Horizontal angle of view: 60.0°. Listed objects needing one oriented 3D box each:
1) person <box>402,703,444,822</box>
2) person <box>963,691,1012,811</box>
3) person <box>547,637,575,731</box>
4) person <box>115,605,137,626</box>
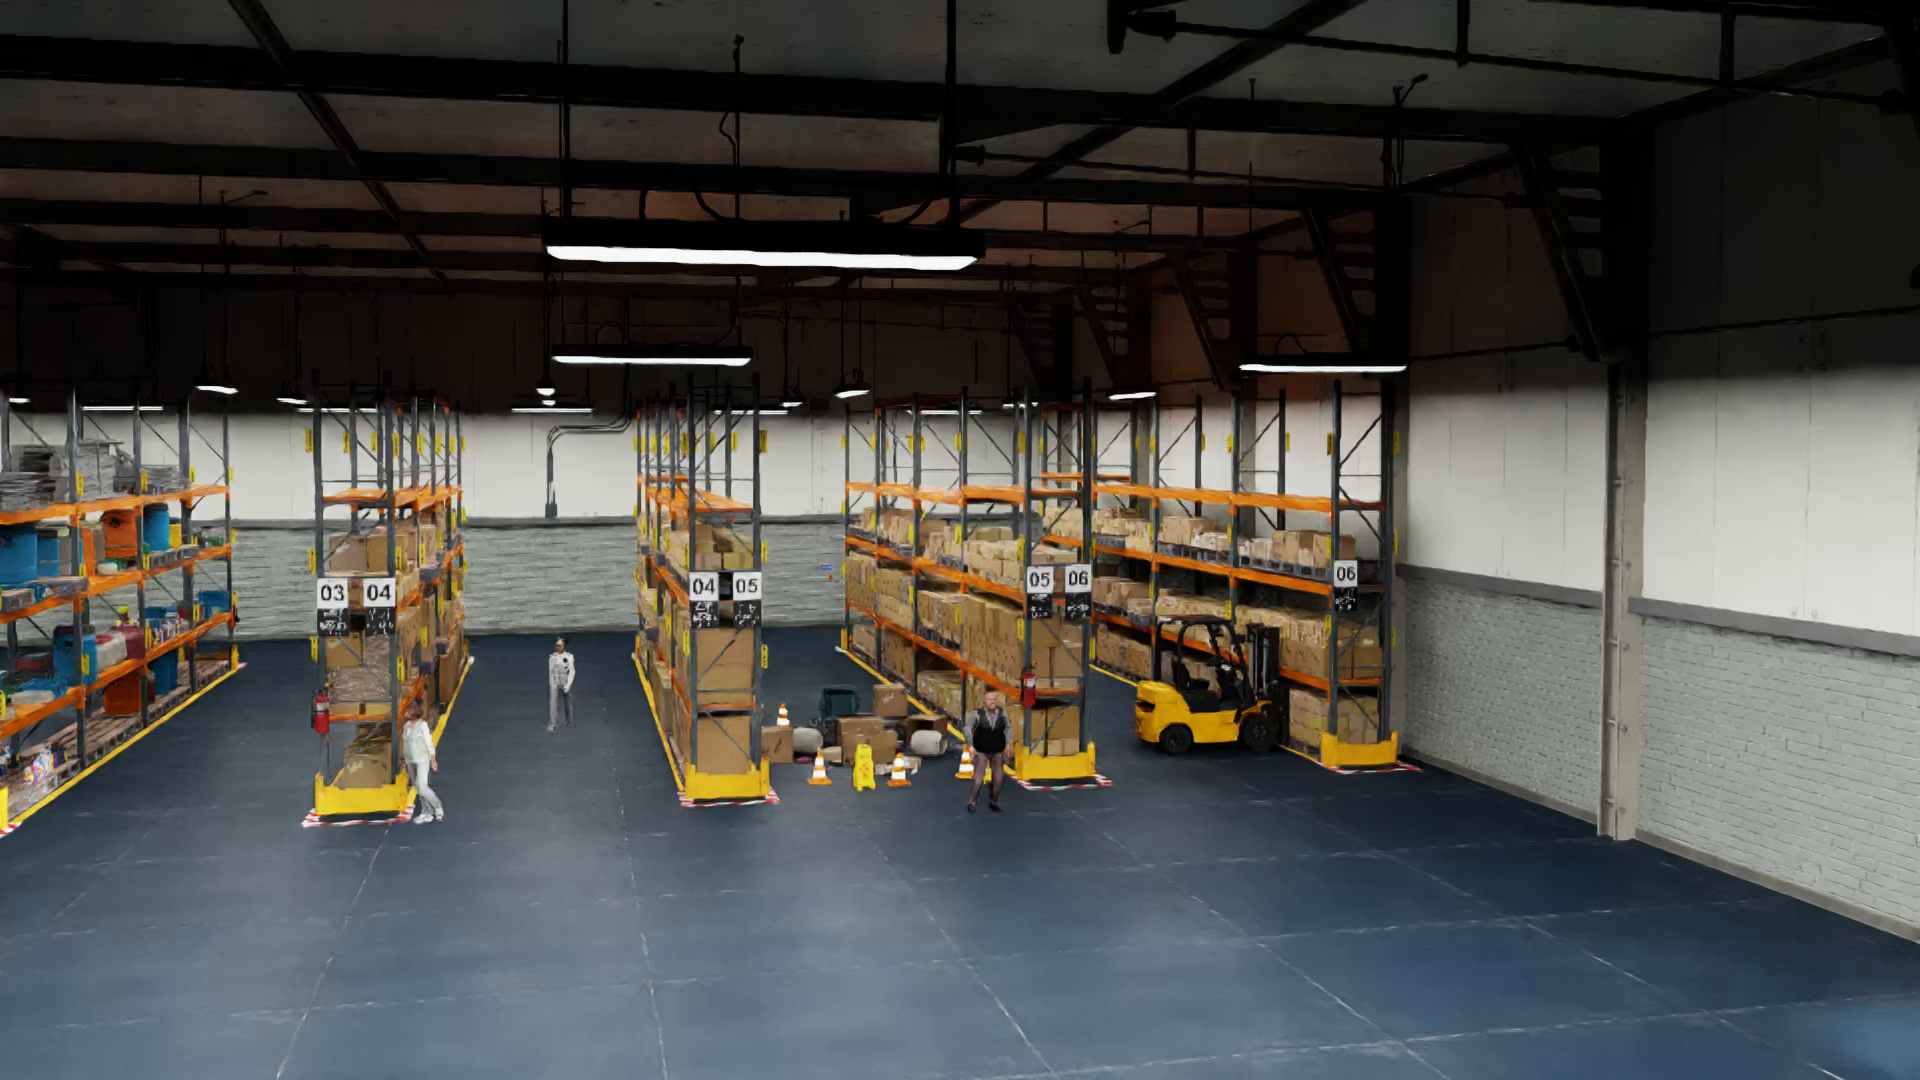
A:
[{"bbox_3d":[-7.095,2.936,21.984,0.544,1.587,0.425,2,4,32],"label":"person"},{"bbox_3d":[0.380,2.868,22.585,0.677,1.674,0.534,-1,3,-14],"label":"person"},{"bbox_3d":[-6.963,2.495,29.075,0.482,1.621,0.997,0,3,-5],"label":"person"},{"bbox_3d":[-17.041,2.188,34.069,0.615,1.716,0.973,0,3,8],"label":"person"}]
